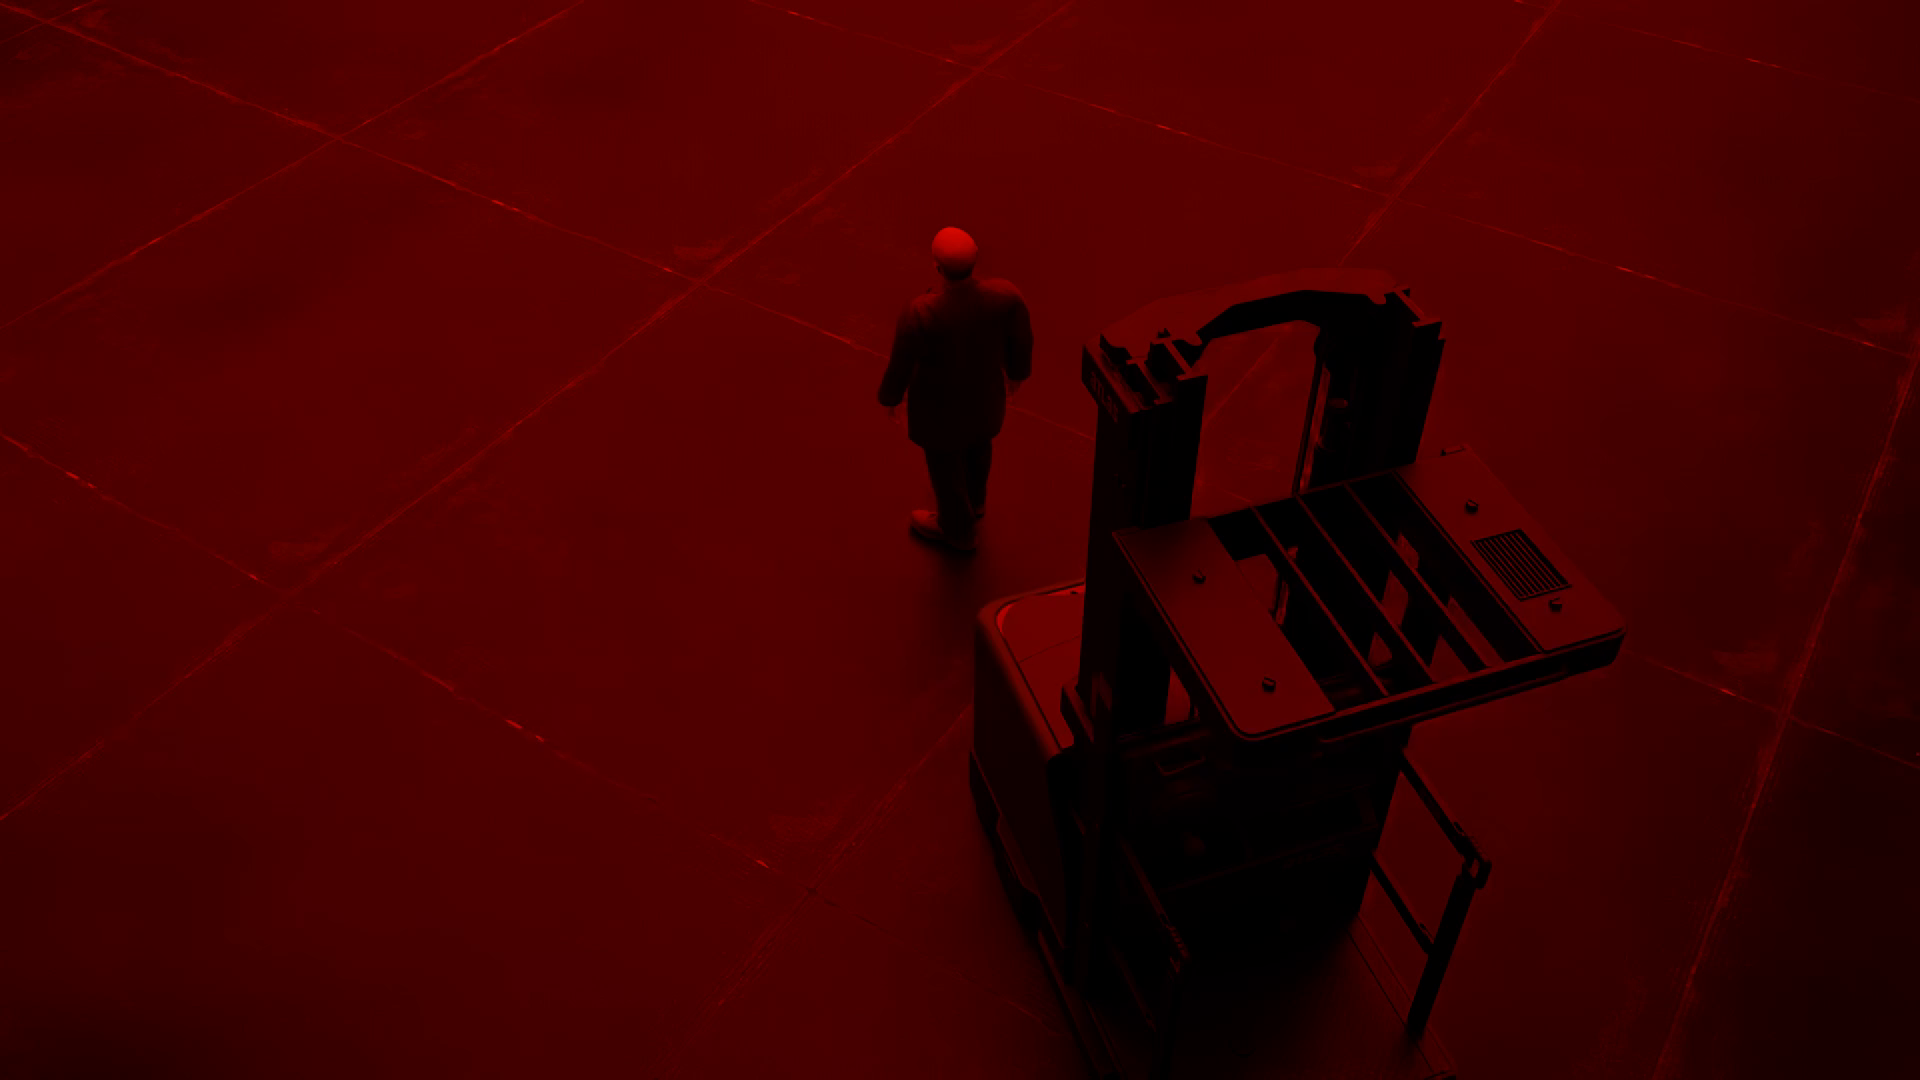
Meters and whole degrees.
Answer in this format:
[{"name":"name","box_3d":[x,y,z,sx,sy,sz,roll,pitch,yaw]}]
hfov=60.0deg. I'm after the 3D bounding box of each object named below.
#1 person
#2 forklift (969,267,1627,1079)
[{"name":"person","box_3d":[-0.060,-0.741,7.473,0.703,1.776,0.659,-13,45,-13]},{"name":"forklift","box_3d":[1.010,0.797,5.008,1.130,2.935,3.031,-14,45,-14]}]
